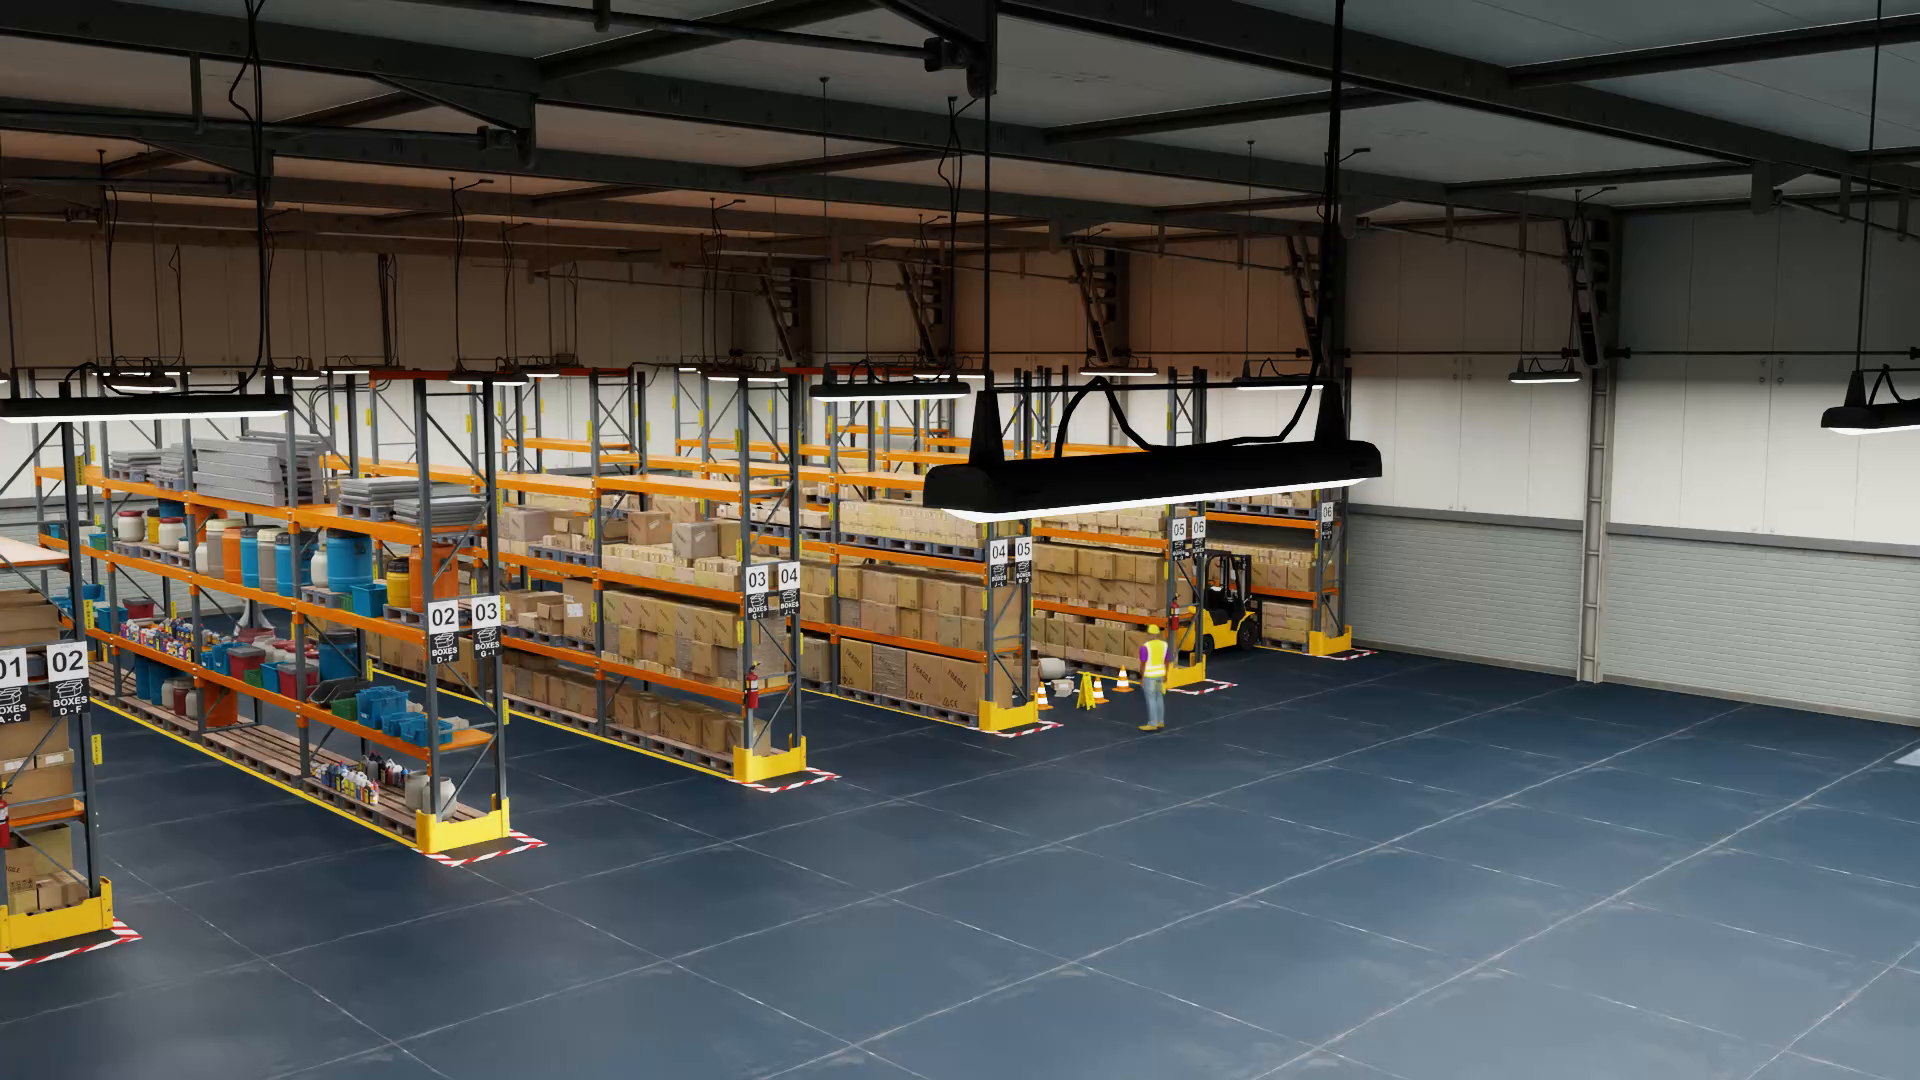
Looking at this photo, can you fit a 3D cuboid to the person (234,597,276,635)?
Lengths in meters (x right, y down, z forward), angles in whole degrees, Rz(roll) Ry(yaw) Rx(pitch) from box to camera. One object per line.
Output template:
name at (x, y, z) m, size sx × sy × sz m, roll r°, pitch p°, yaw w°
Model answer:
person at (-15.815, 1.302, 37.267) m, size 0.539 × 1.601 × 1.048 m, roll 6°, pitch 9°, yaw 44°

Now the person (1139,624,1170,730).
person at (3.263, 2.305, 27.962) m, size 0.602 × 1.796 × 0.364 m, roll -4°, pitch 8°, yaw -32°
